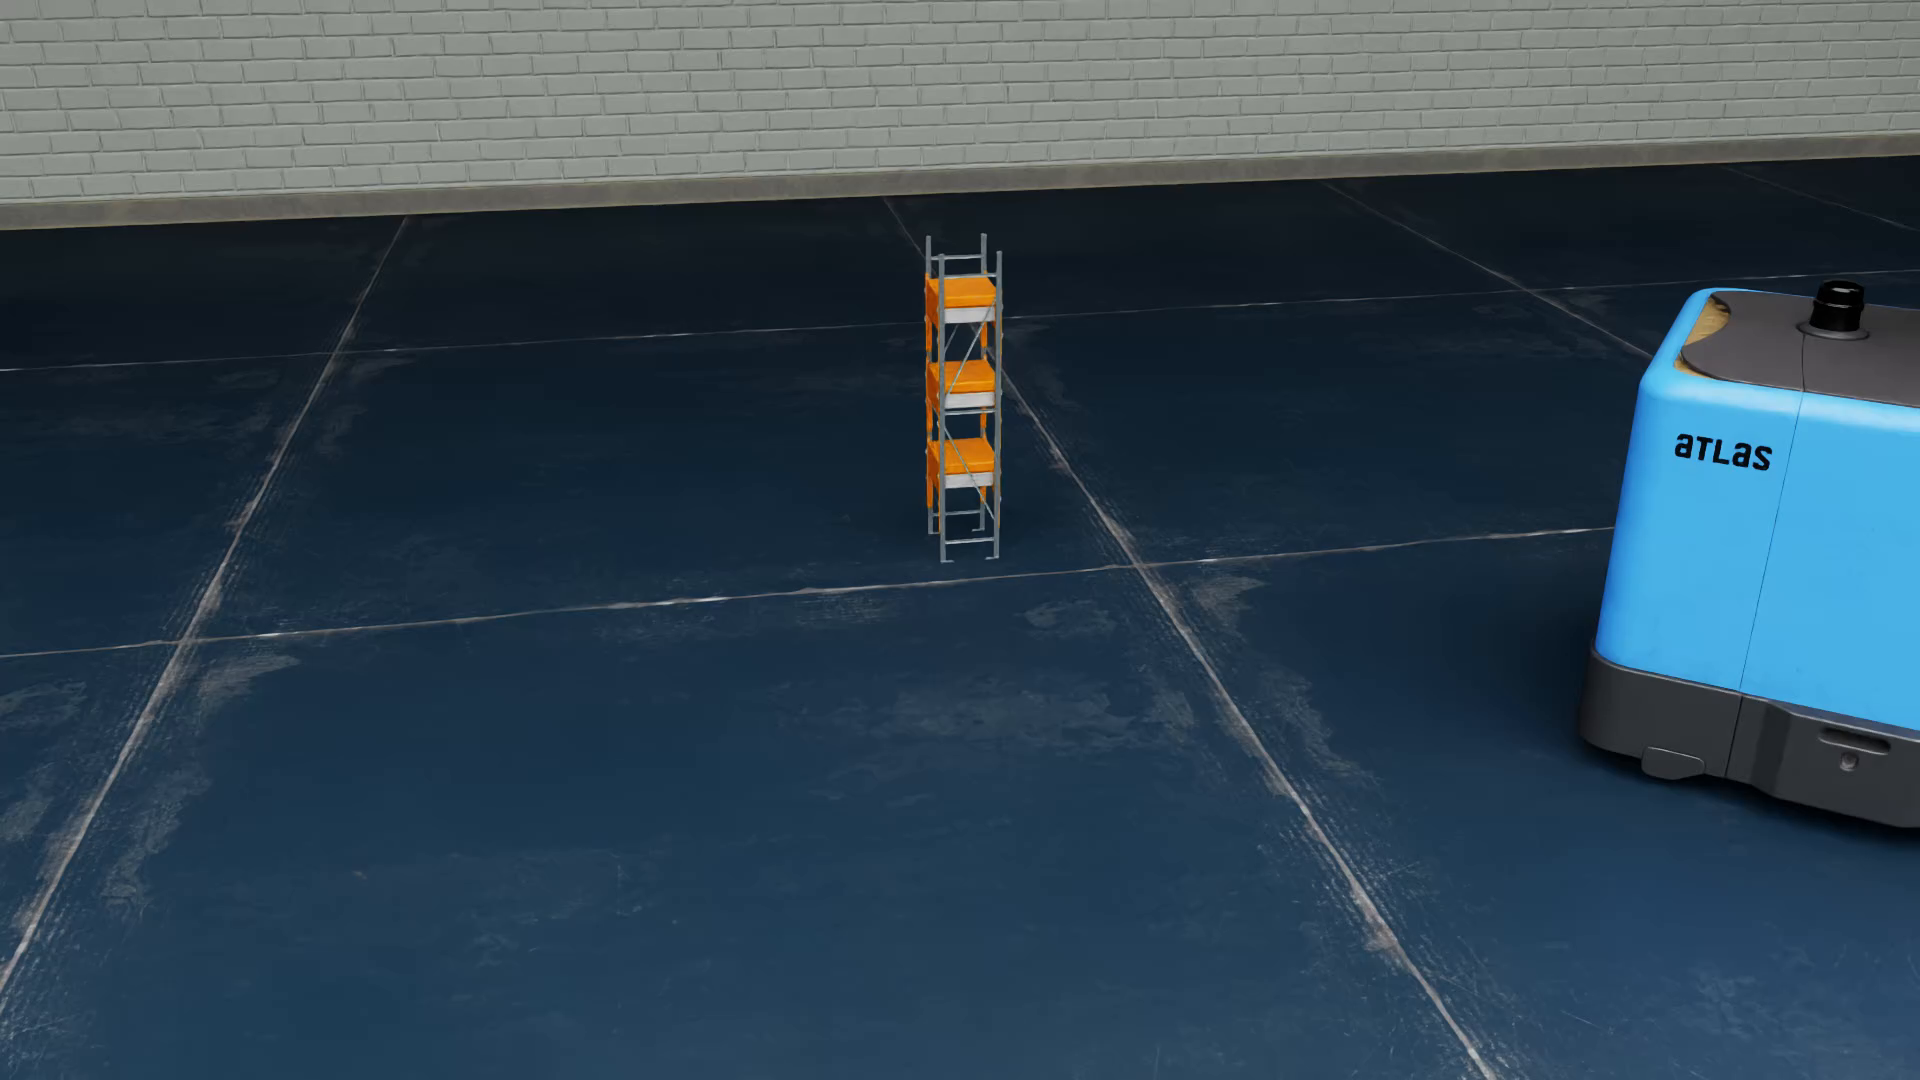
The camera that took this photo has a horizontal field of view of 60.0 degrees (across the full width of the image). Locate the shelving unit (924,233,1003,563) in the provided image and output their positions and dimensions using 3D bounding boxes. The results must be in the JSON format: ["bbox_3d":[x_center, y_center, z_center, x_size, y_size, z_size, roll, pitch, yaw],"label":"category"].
[{"bbox_3d":[0.010,-0.460,5.492,0.215,1.050,0.252,-4,24,-10],"label":"shelving unit"}]

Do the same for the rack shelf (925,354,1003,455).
[{"bbox_3d":[0.010,-0.450,5.496,0.215,0.259,0.240,-4,24,-10],"label":"rack shelf"}]

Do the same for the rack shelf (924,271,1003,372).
[{"bbox_3d":[0.010,-0.710,5.382,0.215,0.259,0.240,-4,24,-10],"label":"rack shelf"}]

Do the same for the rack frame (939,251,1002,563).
[{"bbox_3d":[0.032,-0.412,5.382,0.200,1.050,0.008,-4,24,-10],"label":"rack frame"}]

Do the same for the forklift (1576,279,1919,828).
[{"bbox_3d":[3.175,-0.638,3.550,3.031,2.935,1.130,13,27,26],"label":"forklift"}]

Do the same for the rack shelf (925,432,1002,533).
[{"bbox_3d":[0.010,-0.196,5.607,0.215,0.259,0.240,-4,24,-10],"label":"rack shelf"}]

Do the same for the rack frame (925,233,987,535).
[{"bbox_3d":[-0.013,-0.508,5.602,0.200,1.050,0.008,-4,24,-10],"label":"rack frame"}]
